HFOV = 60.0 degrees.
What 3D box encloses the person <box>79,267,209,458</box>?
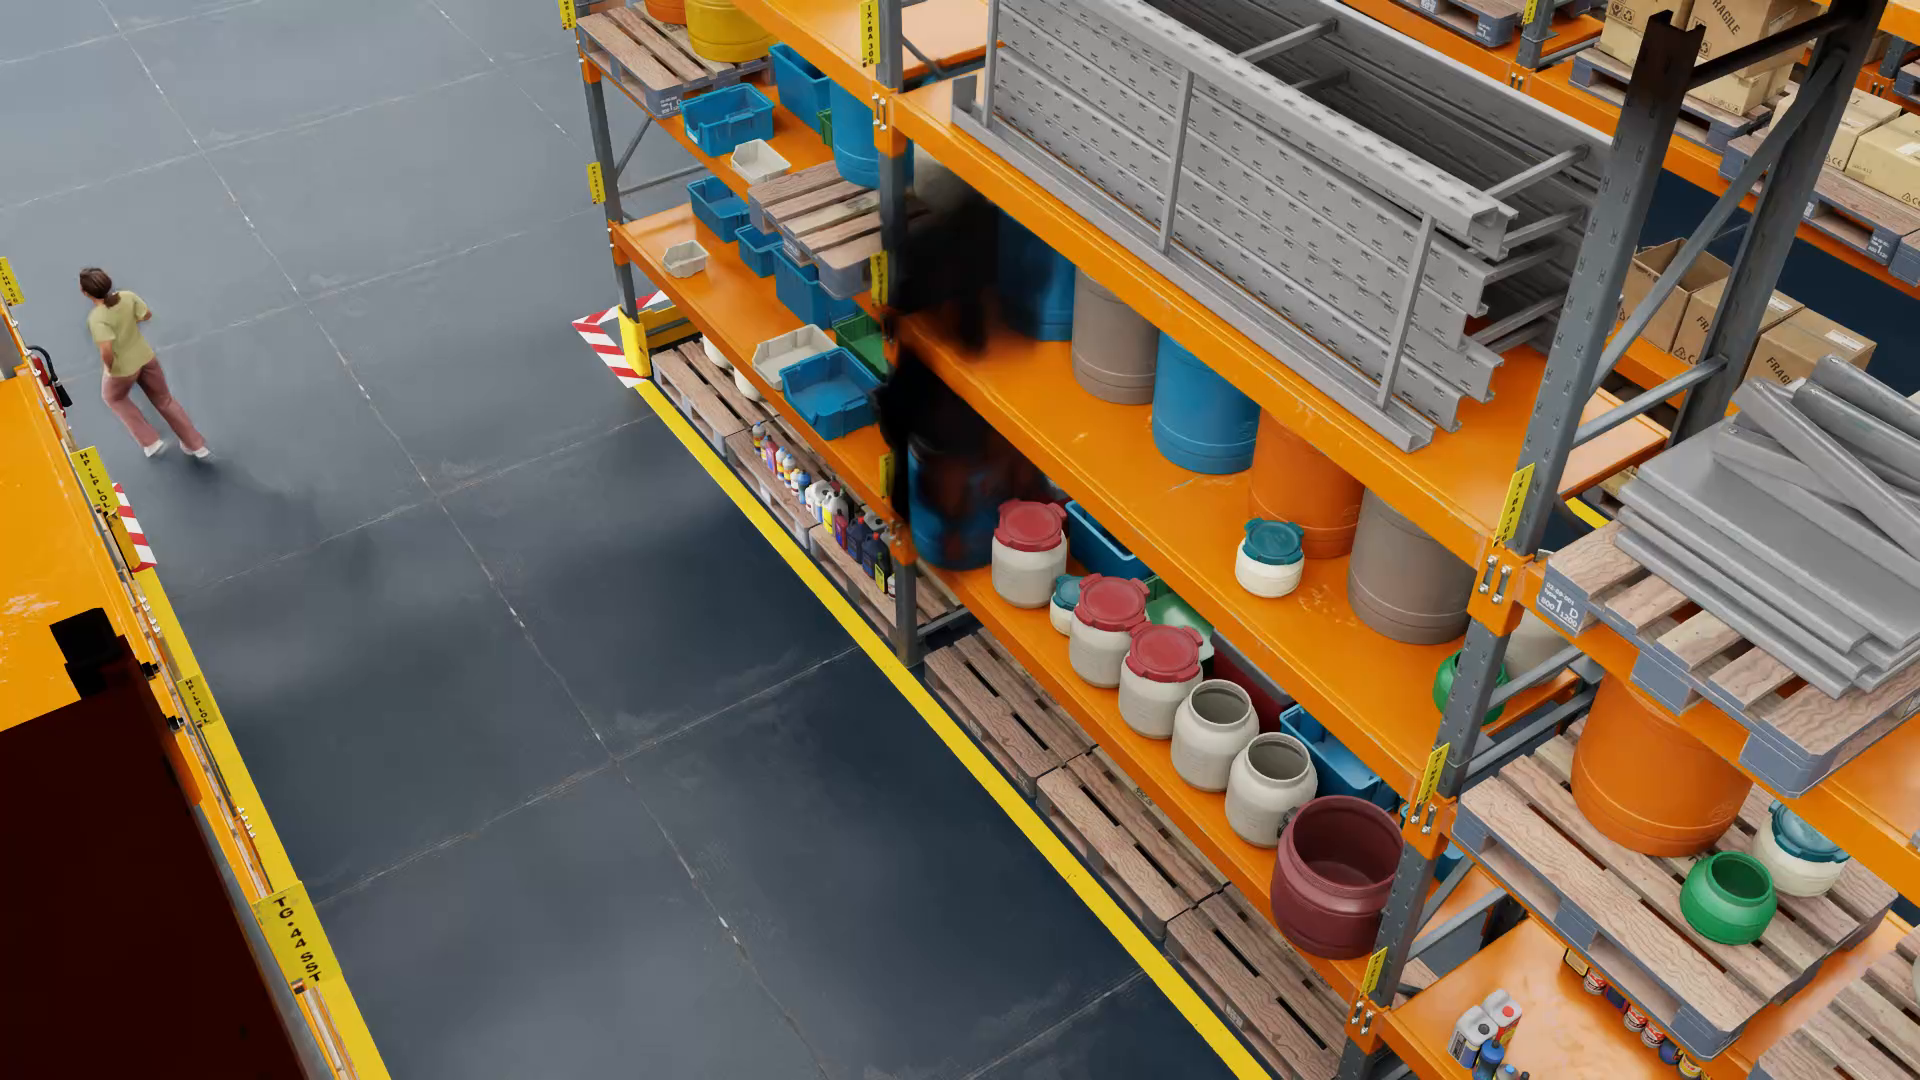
[{"bbox_3d":[-5.893,-1.215,11.861,0.646,1.717,0.575,21,46,21],"label":"person"}]
